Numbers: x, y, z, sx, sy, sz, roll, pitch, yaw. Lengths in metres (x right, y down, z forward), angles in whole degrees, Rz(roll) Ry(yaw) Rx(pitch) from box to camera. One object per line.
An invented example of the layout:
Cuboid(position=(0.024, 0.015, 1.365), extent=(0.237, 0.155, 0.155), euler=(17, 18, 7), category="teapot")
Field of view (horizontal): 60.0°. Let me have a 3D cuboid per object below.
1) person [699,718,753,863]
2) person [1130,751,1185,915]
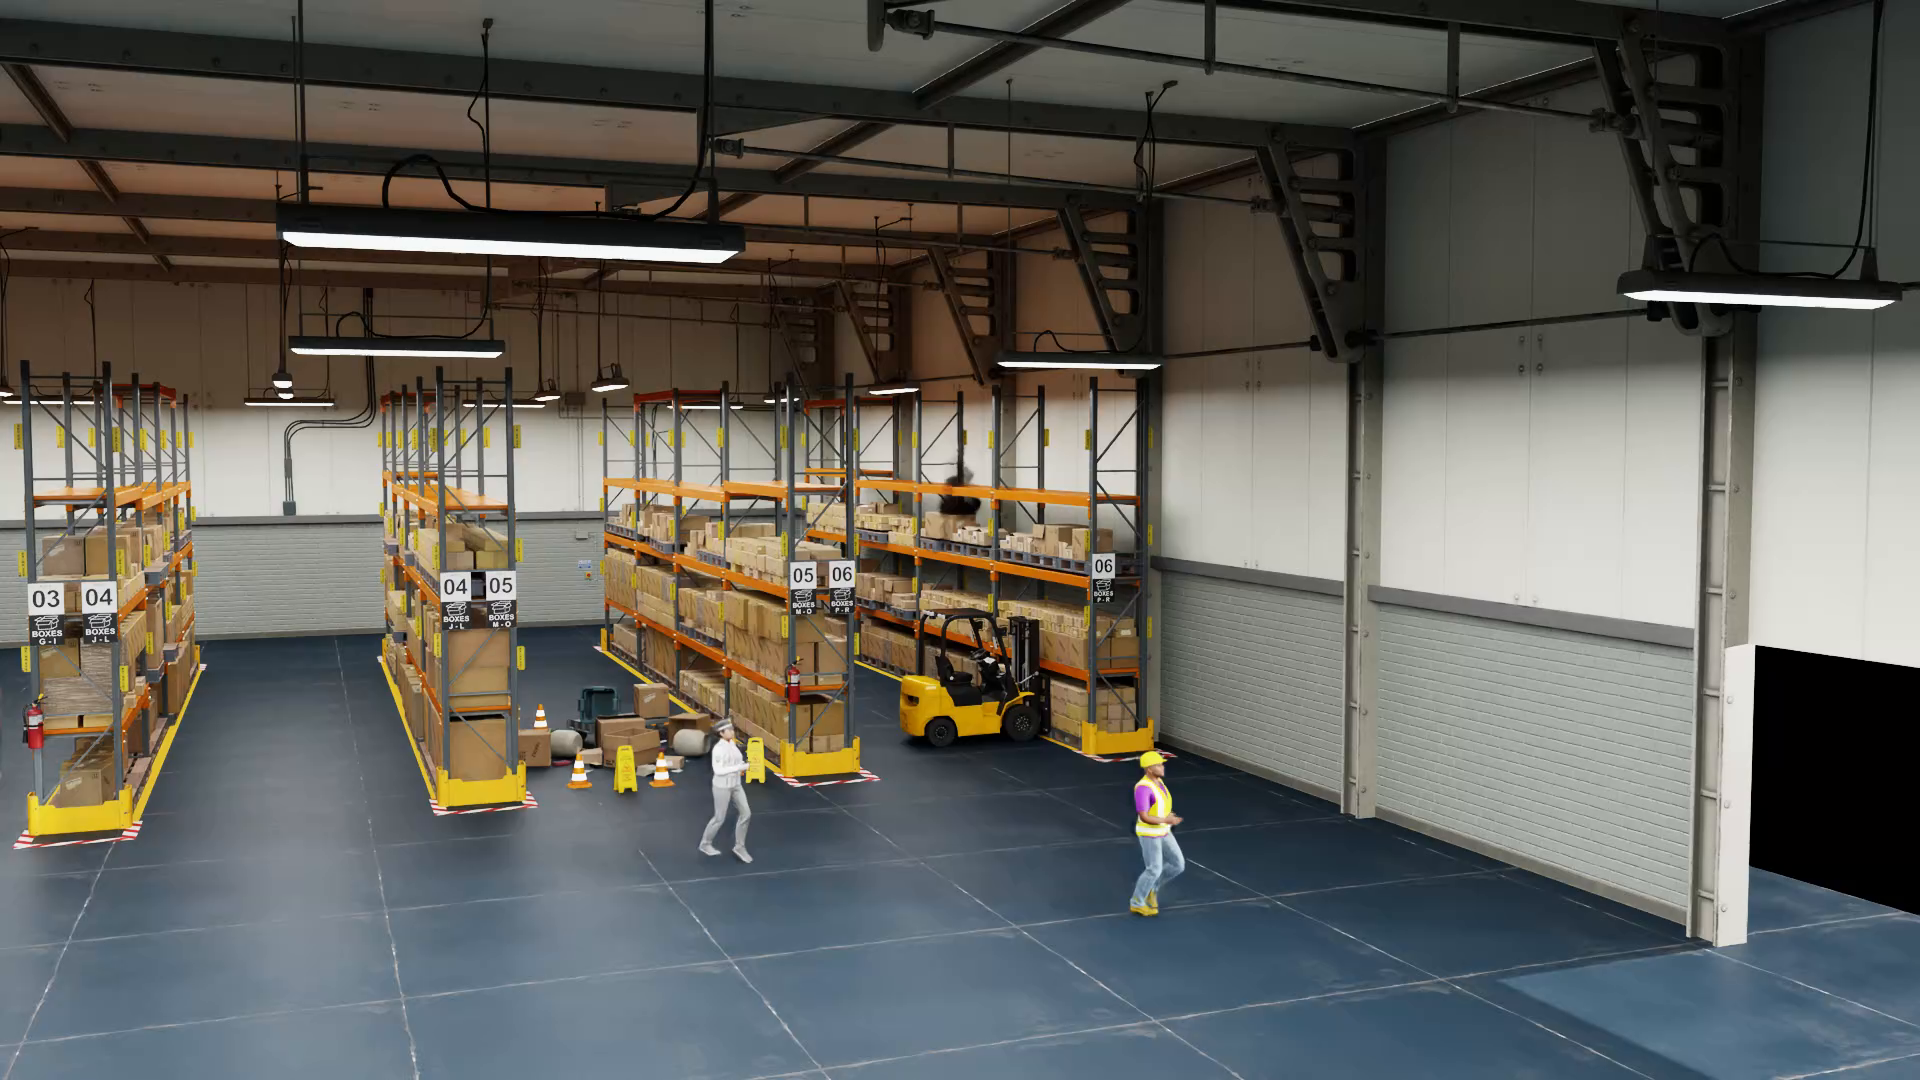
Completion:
Cuboid(position=(-2.771, 2.969, 19.737), extent=(0.725, 1.747, 0.598), euler=(2, 4, 25), category="person")
Cuboid(position=(2.078, 3.075, 17.435), extent=(0.626, 1.725, 0.684), euler=(2, 4, 29), category="person")
